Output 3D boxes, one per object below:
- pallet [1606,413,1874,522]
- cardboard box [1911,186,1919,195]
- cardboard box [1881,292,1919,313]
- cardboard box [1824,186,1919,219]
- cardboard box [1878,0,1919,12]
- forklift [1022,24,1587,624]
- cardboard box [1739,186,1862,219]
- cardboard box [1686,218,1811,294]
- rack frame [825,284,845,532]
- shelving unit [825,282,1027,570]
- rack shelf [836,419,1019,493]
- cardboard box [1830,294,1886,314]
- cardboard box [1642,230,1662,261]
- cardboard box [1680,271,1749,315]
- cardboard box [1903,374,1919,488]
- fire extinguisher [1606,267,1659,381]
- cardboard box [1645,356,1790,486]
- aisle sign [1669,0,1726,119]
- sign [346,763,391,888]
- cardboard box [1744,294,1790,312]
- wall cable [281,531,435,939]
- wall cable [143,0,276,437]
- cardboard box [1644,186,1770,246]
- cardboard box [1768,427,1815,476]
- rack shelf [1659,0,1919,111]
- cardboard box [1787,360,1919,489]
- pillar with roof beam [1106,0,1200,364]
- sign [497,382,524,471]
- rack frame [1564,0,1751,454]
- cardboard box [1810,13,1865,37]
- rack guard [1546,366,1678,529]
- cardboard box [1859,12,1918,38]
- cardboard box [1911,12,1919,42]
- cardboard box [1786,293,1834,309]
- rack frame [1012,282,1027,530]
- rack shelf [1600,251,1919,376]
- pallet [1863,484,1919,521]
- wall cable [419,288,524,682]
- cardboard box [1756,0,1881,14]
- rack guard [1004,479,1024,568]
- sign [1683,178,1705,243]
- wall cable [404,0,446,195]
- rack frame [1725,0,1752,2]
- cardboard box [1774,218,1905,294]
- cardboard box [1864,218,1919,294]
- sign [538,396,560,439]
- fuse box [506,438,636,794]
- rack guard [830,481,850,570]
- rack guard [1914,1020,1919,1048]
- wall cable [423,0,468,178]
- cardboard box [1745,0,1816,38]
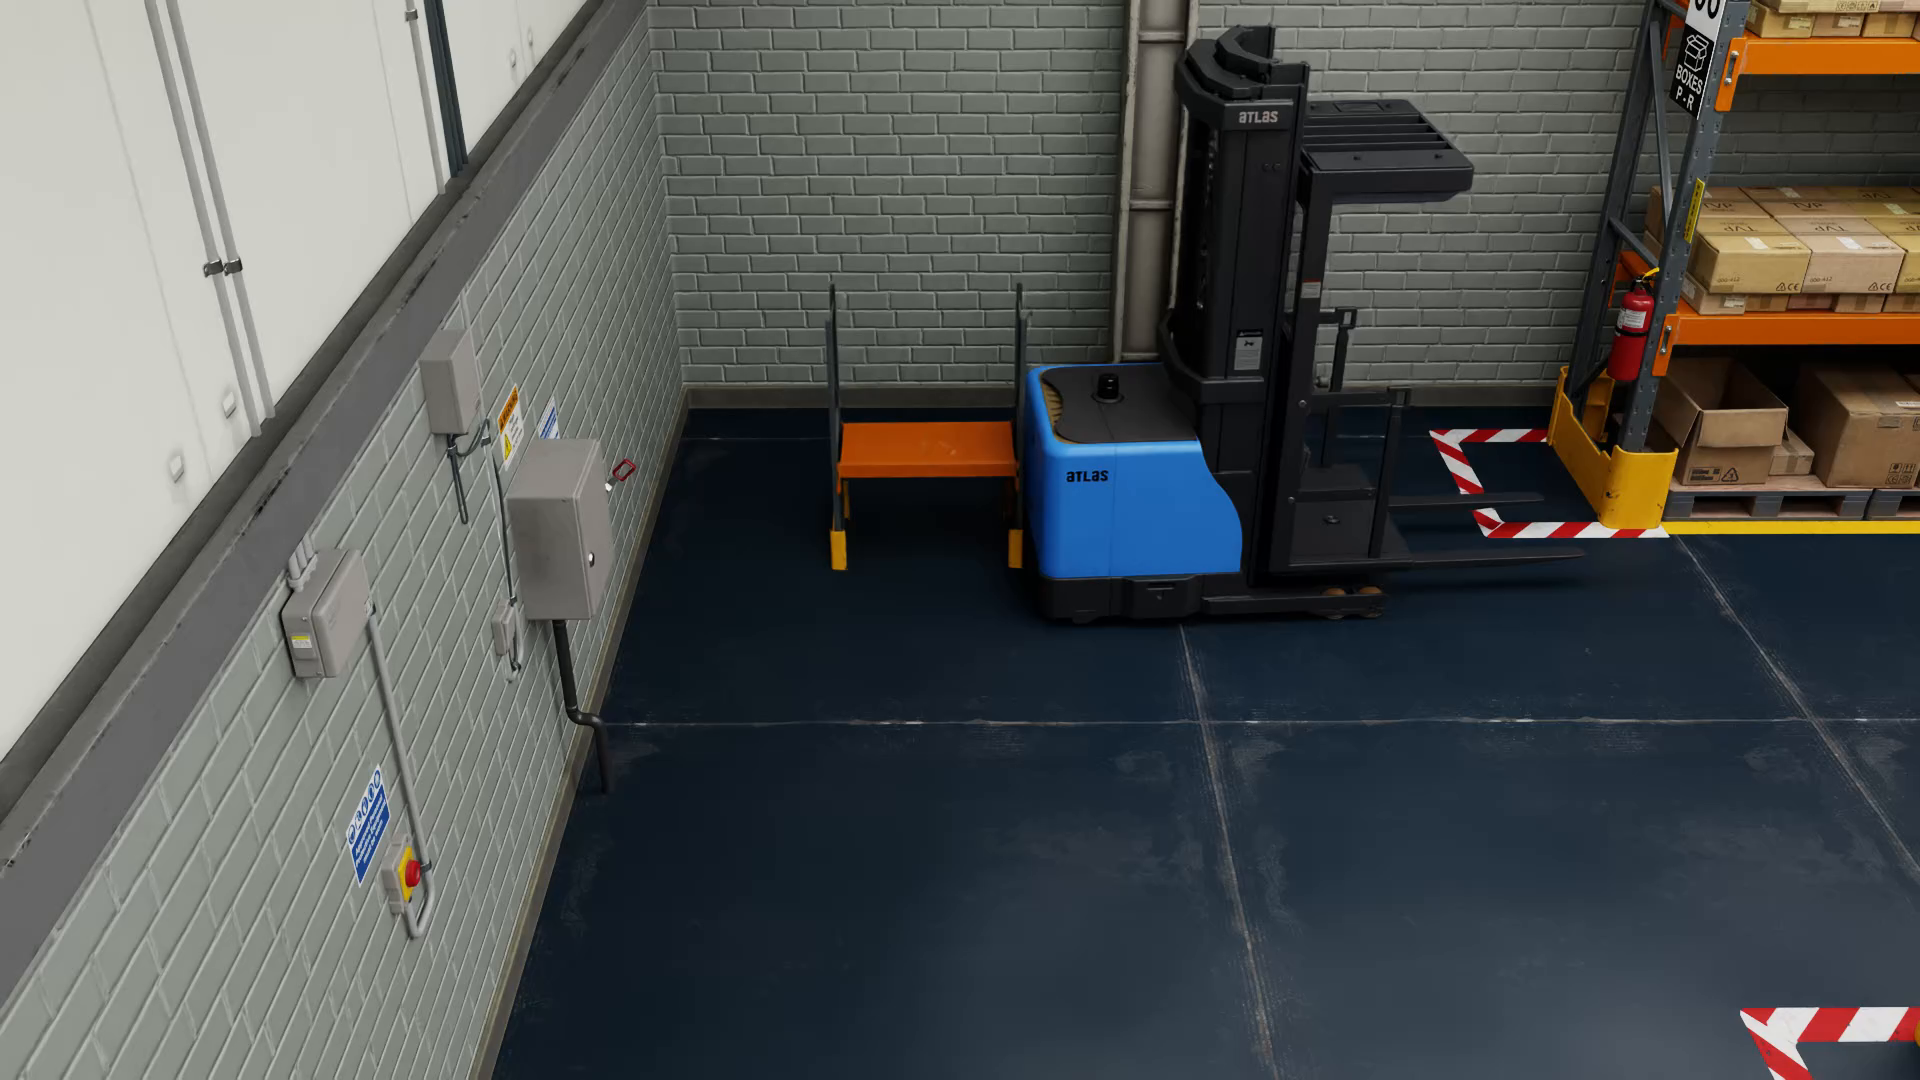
[{"bbox_3d":[4.741,-0.459,10.193,1.213,0.211,1.003,0,31,0],"label":"pallet"},{"bbox_3d":[5.860,-1.852,9.658,0.500,0.250,0.500,0,31,0],"label":"cardboard box"},{"bbox_3d":[5.233,-1.416,9.324,0.250,0.149,0.380,0,31,0],"label":"cardboard box"},{"bbox_3d":[5.337,-1.851,9.656,0.500,0.250,0.500,1,31,1],"label":"cardboard box"},{"bbox_3d":[4.821,-2.866,8.437,0.500,0.250,0.500,0,31,1],"label":"cardboard box"},{"bbox_3d":[1.890,-1.100,8.626,3.031,2.935,1.130,-2,31,-3],"label":"forklift"},{"bbox_3d":[4.842,-1.852,9.657,0.500,0.250,0.500,0,31,0],"label":"cardboard box"},{"bbox_3d":[4.323,-1.573,9.198,0.500,0.250,0.500,0,31,0],"label":"cardboard box"},{"bbox_3d":[-0.689,-0.622,9.219,0.032,1.500,0.500,-1,31,-1],"label":"rack frame"},{"bbox_3d":[-0.190,-0.628,9.228,1.083,1.500,0.587,-1,31,-1],"label":"shelving unit"},{"bbox_3d":[-0.181,-0.474,9.321,1.000,0.185,0.538,-1,31,-1],"label":"rack shelf"},{"bbox_3d":[4.968,-1.413,9.318,0.250,0.149,0.380,1,31,1],"label":"cardboard box"},{"bbox_3d":[4.198,-1.681,9.761,0.250,0.149,0.380,-1,31,-1],"label":"cardboard box"},{"bbox_3d":[4.198,-1.400,9.297,0.250,0.149,0.380,0,31,-1],"label":"cardboard box"},{"bbox_3d":[5.864,-0.644,9.814,0.500,0.500,0.500,0,31,1],"label":"cardboard box"},{"bbox_3d":[3.723,-1.216,9.185,0.183,0.674,0.296,0,31,0],"label":"fire extinguisher"},{"bbox_3d":[4.480,-0.714,9.925,0.637,0.503,0.797,-1,31,-2],"label":"cardboard box"},{"bbox_3d":[3.801,-2.607,8.539,0.004,0.787,0.394,0,31,0],"label":"aisle sign"},{"bbox_3d":[-1.798,0.866,5.060,0.001,0.218,0.327,0,31,0],"label":"sign"},{"bbox_3d":[4.452,-1.425,9.338,0.250,0.149,0.380,1,31,1],"label":"cardboard box"},{"bbox_3d":[-1.737,0.508,4.900,0.123,1.953,0.585,0,31,0],"label":"wall cable"},{"bbox_3d":[-1.785,-1.475,3.395,0.029,3.000,0.463,0,31,0],"label":"wall cable"},{"bbox_3d":[4.326,-1.851,9.656,0.500,0.250,0.500,1,31,1],"label":"cardboard box"},{"bbox_3d":[4.905,-0.543,9.986,0.250,0.149,0.380,-1,31,-2],"label":"cardboard box"},{"bbox_3d":[5.868,-2.630,8.883,4.000,0.370,1.077,0,31,0],"label":"rack shelf"},{"bbox_3d":[5.335,-0.695,9.897,0.500,0.500,0.700,1,31,2],"label":"cardboard box"},{"bbox_3d":[1.192,-2.439,4.985,0.400,9.000,9.100,0,31,0],"label":"pillar with roof beam"},{"bbox_3d":[-1.811,-0.458,6.706,0.001,0.242,0.339,0,31,0],"label":"sign"},{"bbox_3d":[3.868,-1.649,9.464,0.127,3.000,1.000,0,31,0],"label":"rack frame"},{"bbox_3d":[4.450,-2.718,8.578,0.250,0.149,0.380,0,31,1],"label":"cardboard box"},{"bbox_3d":[3.944,-0.580,10.113,0.348,0.500,1.175,0,31,0],"label":"rack guard"},{"bbox_3d":[4.707,-2.710,8.565,0.250,0.149,0.380,0,31,0],"label":"cardboard box"},{"bbox_3d":[4.956,-2.658,8.478,0.250,0.149,0.380,0,31,1],"label":"cardboard box"},{"bbox_3d":[4.715,-1.444,9.369,0.250,0.149,0.380,-1,31,-1],"label":"cardboard box"},{"bbox_3d":[0.327,-0.634,9.238,0.032,1.500,0.500,-1,31,-1],"label":"rack frame"},{"bbox_3d":[5.868,-1.347,9.661,4.000,0.370,1.077,0,31,0],"label":"rack shelf"},{"bbox_3d":[5.958,-0.462,10.197,1.213,0.211,1.003,0,31,0],"label":"pallet"},{"bbox_3d":[-1.757,-0.214,6.121,0.122,1.984,0.588,0,31,0],"label":"wall cable"},{"bbox_3d":[4.313,-2.854,8.417,0.500,0.250,0.500,-1,31,-1],"label":"cardboard box"},{"bbox_3d":[0.308,-0.099,9.561,0.087,0.250,0.587,-1,31,-1],"label":"rack guard"},{"bbox_3d":[3.871,-1.737,8.776,0.005,0.325,0.100,0,31,0],"label":"sign"},{"bbox_3d":[-1.787,-1.865,4.038,0.029,3.000,2.355,0,31,0],"label":"wall cable"},{"bbox_3d":[3.868,-4.213,7.908,0.127,3.000,1.000,0,31,0],"label":"rack frame"},{"bbox_3d":[4.827,-1.575,9.201,0.500,0.250,0.500,0,31,0],"label":"cardboard box"},{"bbox_3d":[5.334,-1.578,9.206,0.500,0.250,0.500,-1,31,-1],"label":"cardboard box"},{"bbox_3d":[-1.814,-0.349,7.414,0.001,0.494,0.329,0,31,0],"label":"sign"},{"bbox_3d":[-1.604,0.417,7.303,0.414,1.711,0.539,0,31,0],"label":"fuse box"},{"bbox_3d":[-0.688,-0.088,9.543,0.087,0.250,0.587,-1,31,-1],"label":"rack guard"},{"bbox_3d":[3.877,1.995,5.869,0.348,0.500,1.175,0,31,0],"label":"rack guard"},{"bbox_3d":[-1.766,-3.326,6.410,0.133,3.039,2.988,0,31,0],"label":"wall cable"},{"bbox_3d":[4.188,-2.704,8.554,0.250,0.149,0.380,0,31,1],"label":"cardboard box"}]
